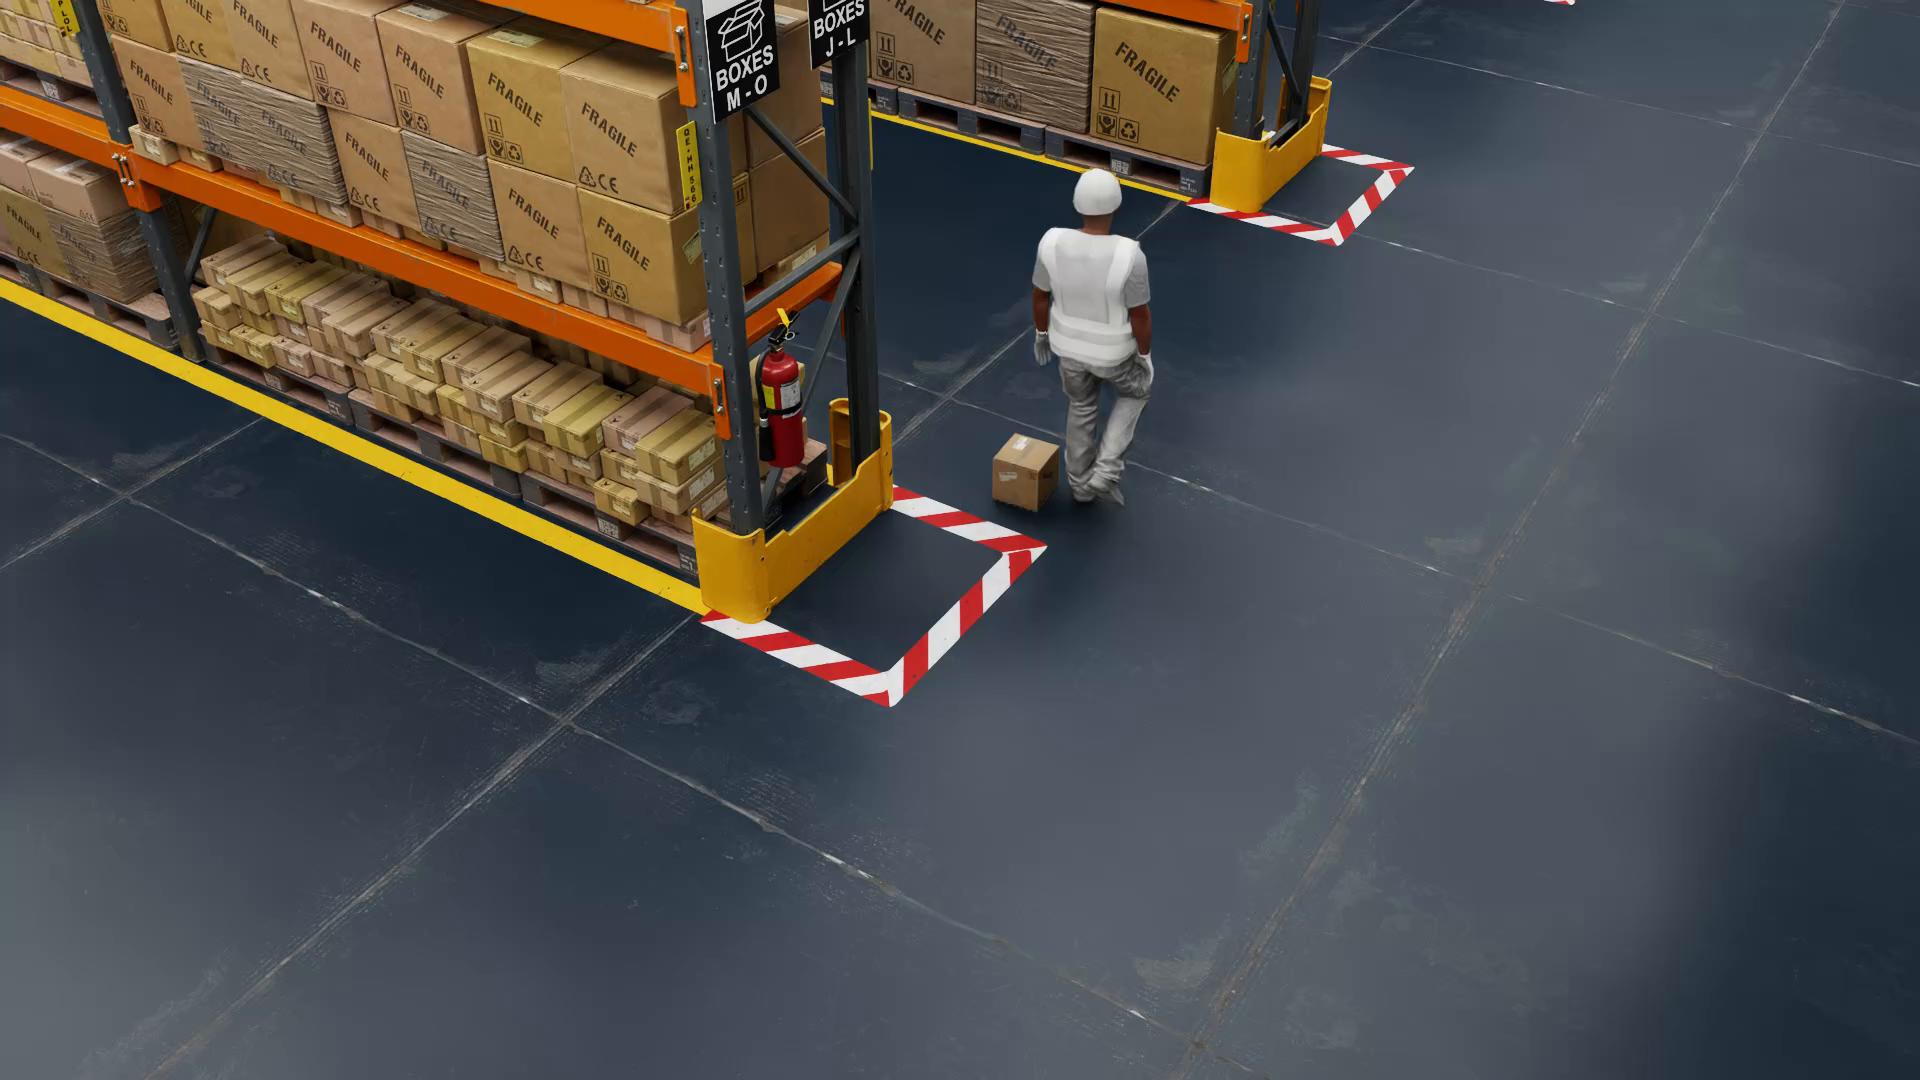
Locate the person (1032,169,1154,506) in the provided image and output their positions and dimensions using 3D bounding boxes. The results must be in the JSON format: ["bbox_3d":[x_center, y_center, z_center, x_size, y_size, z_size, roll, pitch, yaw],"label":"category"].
[{"bbox_3d":[0.649,-0.939,7.819,0.609,1.771,0.467,16,41,20],"label":"person"}]
